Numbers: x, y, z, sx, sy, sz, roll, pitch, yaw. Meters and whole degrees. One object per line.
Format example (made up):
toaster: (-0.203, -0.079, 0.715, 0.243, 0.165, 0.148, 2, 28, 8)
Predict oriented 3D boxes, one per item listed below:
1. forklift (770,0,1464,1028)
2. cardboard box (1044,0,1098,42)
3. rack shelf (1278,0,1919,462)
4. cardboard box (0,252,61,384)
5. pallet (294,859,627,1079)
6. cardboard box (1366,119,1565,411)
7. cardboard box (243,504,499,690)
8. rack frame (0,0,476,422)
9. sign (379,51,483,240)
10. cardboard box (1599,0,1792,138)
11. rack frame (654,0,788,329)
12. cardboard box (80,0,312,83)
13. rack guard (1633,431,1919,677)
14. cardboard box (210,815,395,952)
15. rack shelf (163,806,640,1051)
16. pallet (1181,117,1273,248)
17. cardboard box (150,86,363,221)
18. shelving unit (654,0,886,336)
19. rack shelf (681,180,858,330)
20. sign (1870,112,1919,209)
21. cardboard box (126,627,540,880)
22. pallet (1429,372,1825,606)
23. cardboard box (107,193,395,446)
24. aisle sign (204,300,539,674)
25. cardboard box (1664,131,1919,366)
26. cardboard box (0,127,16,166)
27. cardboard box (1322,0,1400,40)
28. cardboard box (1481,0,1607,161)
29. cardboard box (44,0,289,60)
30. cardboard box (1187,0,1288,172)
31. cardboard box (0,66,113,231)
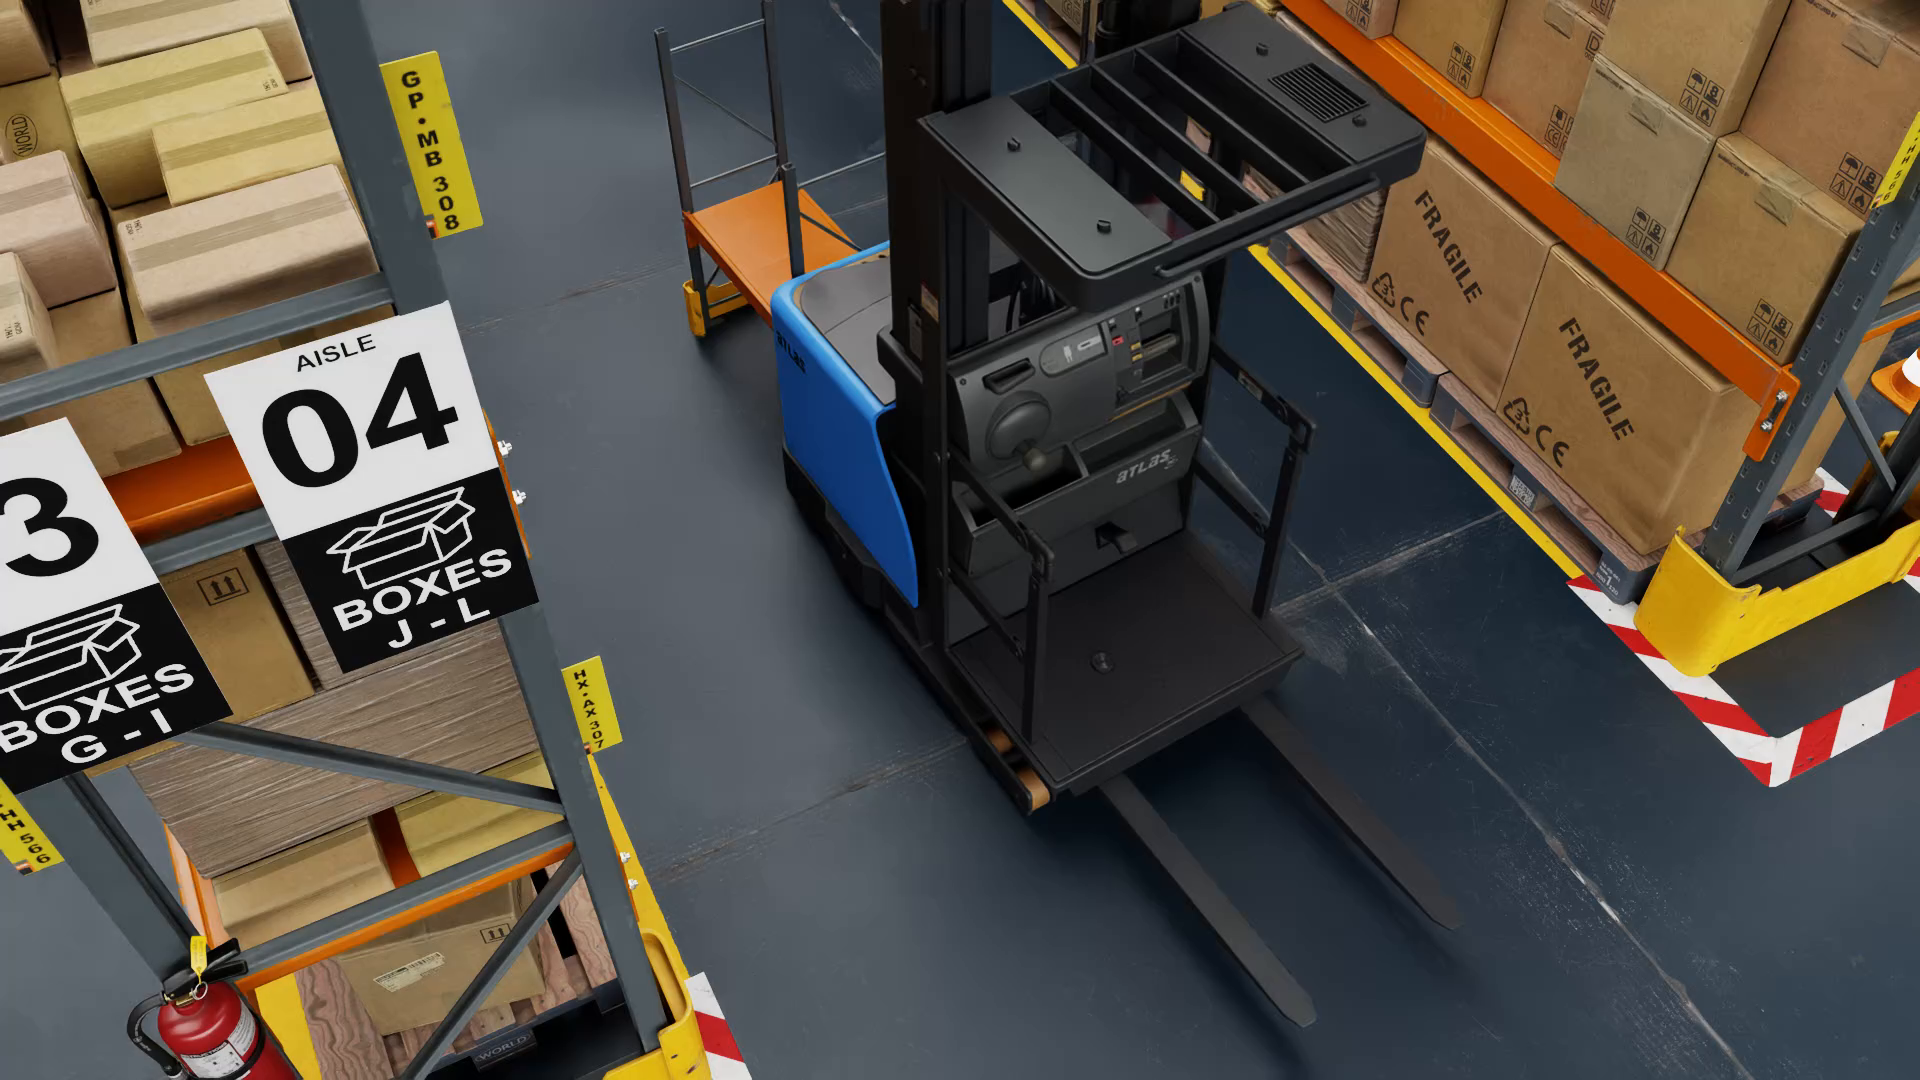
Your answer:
forklift: (0.510, -0.432, 5.073, 1.130, 2.935, 3.031, -26, 54, -21)
cardboard box: (0.947, -3.250, 8.708, 1.050, 0.750, 0.750, -21, 52, -18)
rack shelf: (2.227, -1.893, 6.783, 1.077, 0.370, 4.000, -21, 52, -18)
cardboard box: (-1.719, -0.298, 2.752, 0.380, 0.149, 0.250, -21, 52, -18)
pallet: (-1.690, 1.161, 5.487, 1.003, 0.211, 1.213, -21, 52, -18)
cardboard box: (2.368, -1.249, 6.875, 0.875, 0.875, 0.875, -22, 52, -18)
cardboard box: (-1.324, -0.072, 3.785, 0.500, 0.500, 0.500, -21, 52, -18)
rack frame: (-1.315, -1.125, 1.648, 1.000, 3.000, 0.127, -21, 52, -18)
sign: (-0.832, -0.612, 2.612, 0.100, 0.325, 0.005, -21, 52, -18)
cardboard box: (2.673, -1.794, 5.402, 0.875, 0.550, 0.550, -21, 52, -18)
rack frame: (-0.952, -1.546, 6.998, 0.500, 1.500, 0.032, -26, 54, -21)
cardboard box: (-1.554, -1.024, 3.387, 0.380, 0.149, 0.250, -19, 52, -16)
rack guard: (3.153, 0.048, 6.269, 1.175, 0.500, 0.348, -21, 52, -18)
cardboard box: (-1.629, 0.813, 4.106, 0.380, 0.149, 0.250, -21, 52, -18)
rack shelf: (-2.230, -0.252, 5.348, 1.077, 0.370, 4.000, -21, 52, -18)
pallet: (1.590, -2.014, 8.264, 1.003, 0.211, 1.213, -21, 52, -18)
cardboard box: (-1.268, -0.690, 3.096, 0.380, 0.149, 0.250, -20, 52, -17)
shelving unit: (-0.684, -1.229, 6.721, 0.587, 1.500, 1.083, -26, 54, -21)
rack shelf: (-0.679, -1.105, 6.852, 0.538, 0.185, 1.000, -26, 54, -21)
sign: (2.653, -1.073, 4.661, 0.100, 0.325, 0.005, -21, 52, -18)
cardboard box: (-1.542, 0.341, 4.087, 0.875, 0.500, 0.500, -21, 52, -18)
pallet: (2.706, -0.381, 6.836, 1.003, 0.211, 1.213, -21, 52, -18)
cardboard box: (-1.305, -0.500, 3.194, 0.500, 0.250, 0.500, -20, 52, -16)
aisle sign: (-1.020, -0.068, 2.982, 0.394, 0.787, 0.004, -21, 52, -18)
cardboard box: (2.932, -1.073, 5.489, 0.875, 0.550, 0.550, -21, 52, -18)
cardboard box: (-1.957, -0.658, 3.067, 0.380, 0.149, 0.250, -23, 53, -19)
cardboard box: (1.905, -2.512, 6.748, 0.875, 0.550, 0.550, -21, 52, -18)
cardboard box: (2.516, -1.852, 6.170, 0.875, 0.550, 0.550, -21, 52, -18)
cardboard box: (-1.770, -1.176, 3.785, 0.500, 0.250, 0.500, -21, 52, -18)
cardboard box: (1.537, -2.462, 7.936, 0.875, 0.875, 0.875, -20, 52, -17)
cardboard box: (-1.992, -0.657, 3.331, 0.500, 0.250, 0.500, -21, 52, -17)
